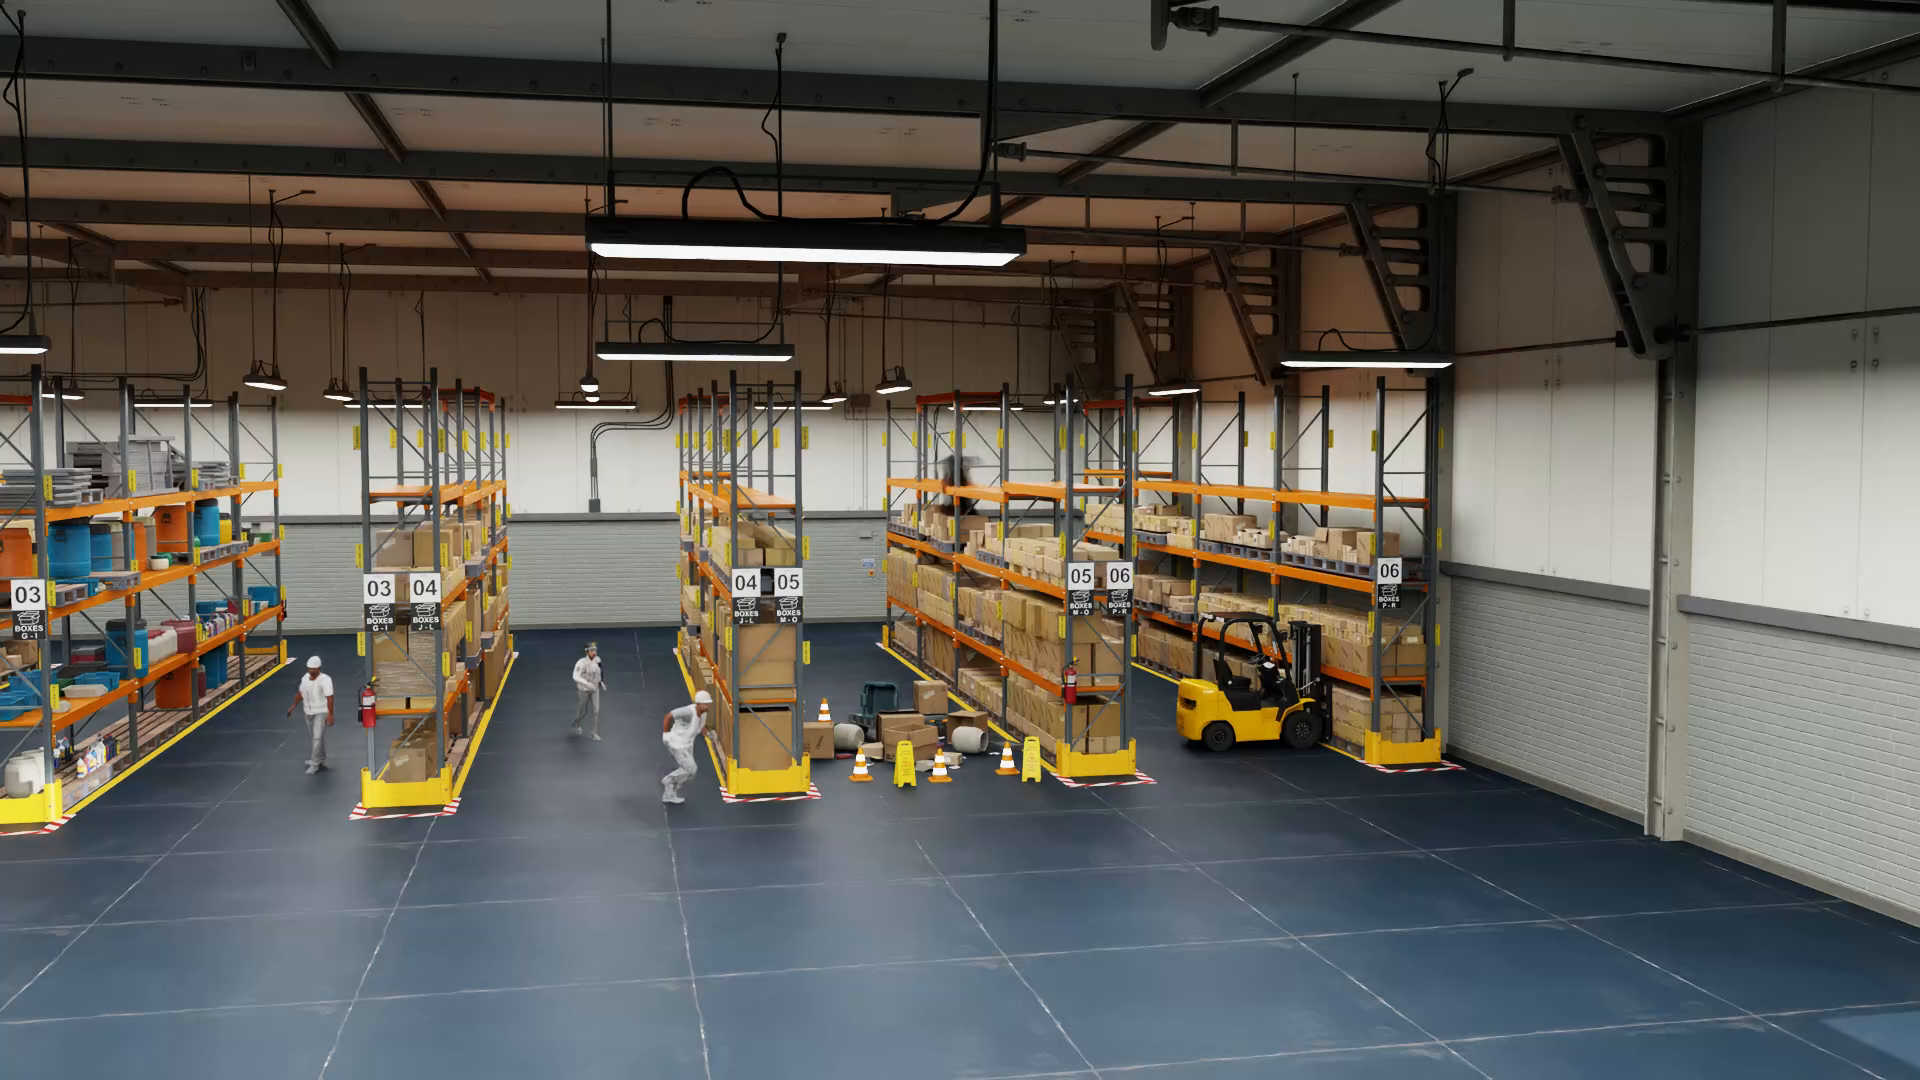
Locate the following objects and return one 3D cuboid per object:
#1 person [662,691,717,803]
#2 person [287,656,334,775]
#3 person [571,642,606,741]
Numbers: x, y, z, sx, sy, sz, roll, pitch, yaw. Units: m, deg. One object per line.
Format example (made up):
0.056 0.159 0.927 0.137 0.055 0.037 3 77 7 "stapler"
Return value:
-3.748 2.850 22.791 0.832 1.588 0.717 1 4 23 "person"
-9.849 2.629 25.294 0.774 1.760 0.766 1 4 22 "person"
-6.290 2.519 27.976 0.599 1.654 0.841 -3 4 -39 "person"
